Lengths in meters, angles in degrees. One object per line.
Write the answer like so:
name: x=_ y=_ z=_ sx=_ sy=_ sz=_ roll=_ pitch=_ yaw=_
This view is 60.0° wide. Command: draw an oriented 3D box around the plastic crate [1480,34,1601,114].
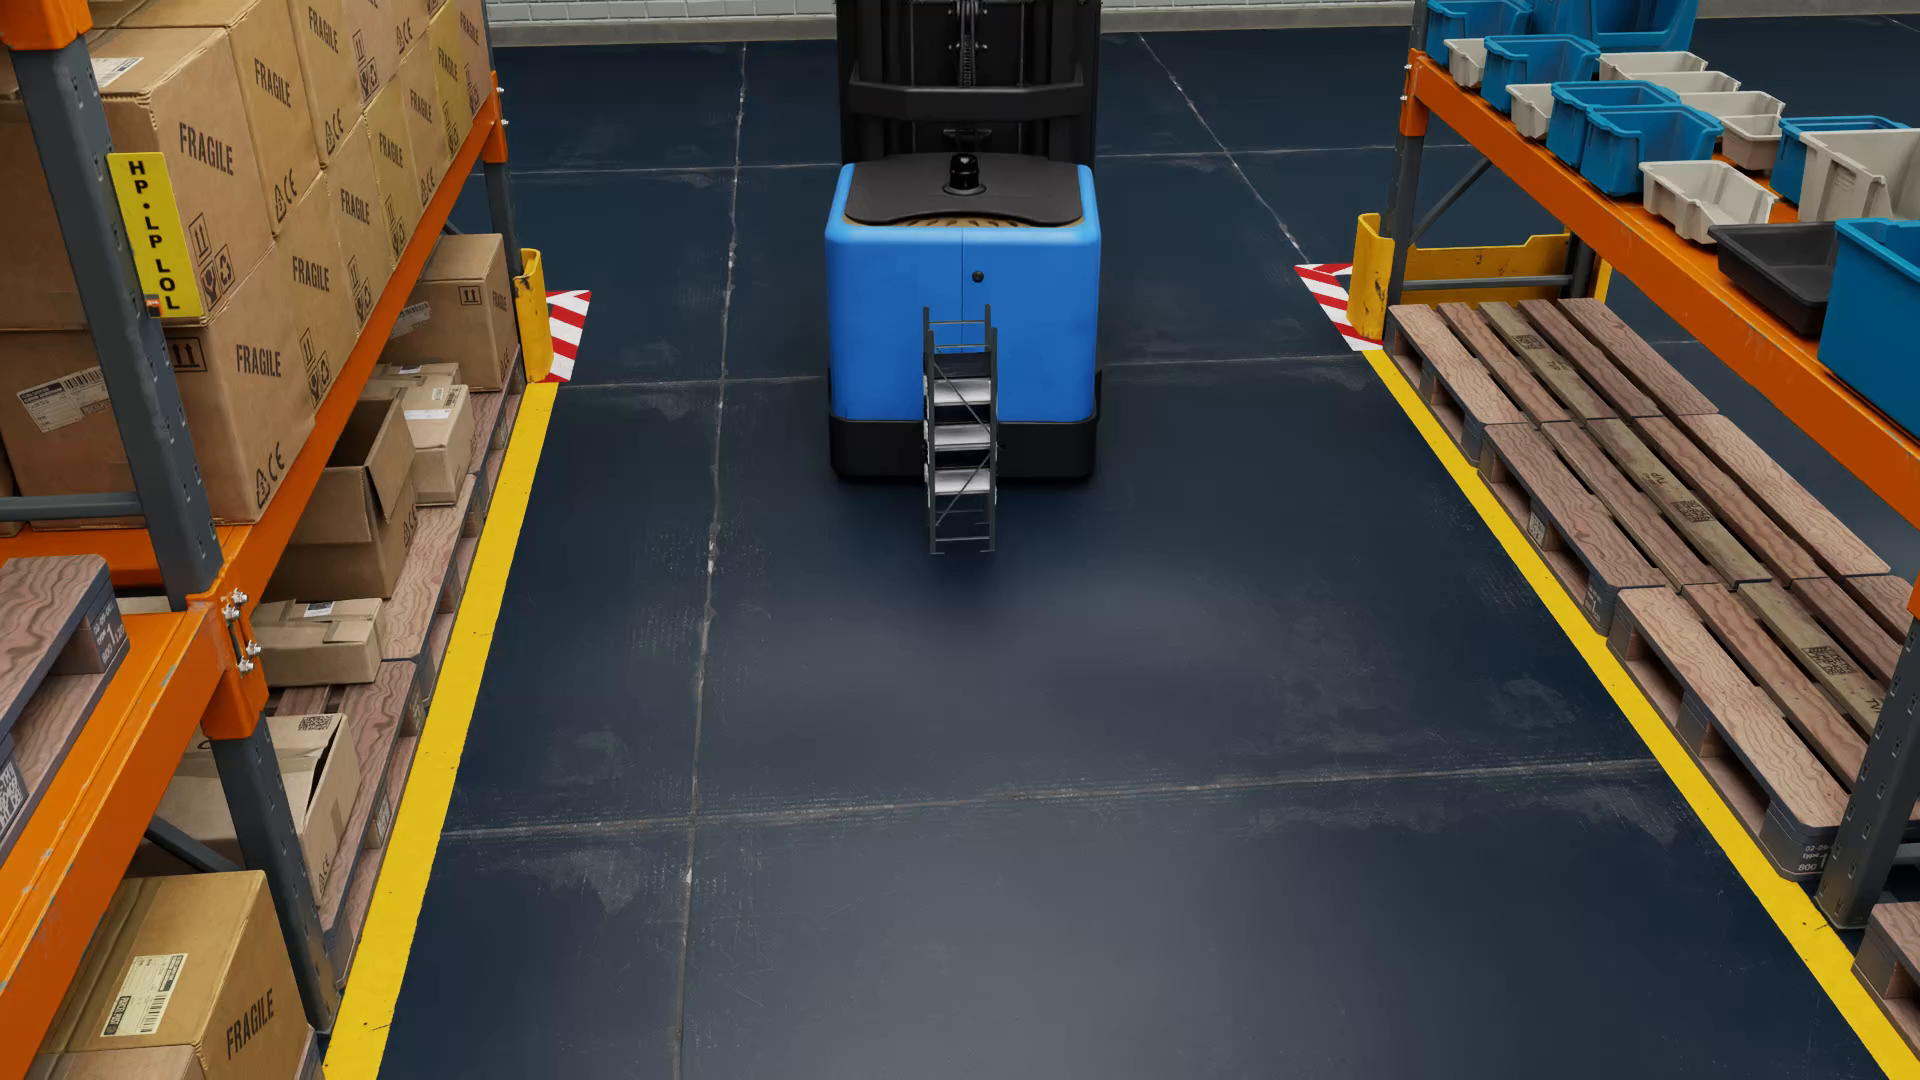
plastic crate: x=2.236 y=-1.804 z=6.449 sx=0.416 sy=0.233 sz=0.300 roll=-3 pitch=31 yaw=-5

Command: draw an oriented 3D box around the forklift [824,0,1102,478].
forklift: x=0.040 y=-2.220 z=7.108 sx=1.130 sy=2.935 sz=3.031 roll=1 pitch=31 yaw=1

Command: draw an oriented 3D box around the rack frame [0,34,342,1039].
rack frame: x=-2.079 y=-0.050 z=3.409 sx=1.000 sy=3.000 sz=0.127 roll=-3 pitch=31 yaw=-5

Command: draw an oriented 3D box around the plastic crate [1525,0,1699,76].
plastic crate: x=2.697 y=-2.207 z=6.926 sx=0.616 sy=0.435 sz=0.499 roll=-3 pitch=31 yaw=-5

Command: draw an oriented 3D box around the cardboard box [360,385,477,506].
cardboard box: x=-2.098 y=-0.348 z=6.160 sx=0.500 sy=0.250 sz=0.500 roll=-3 pitch=31 yaw=-5

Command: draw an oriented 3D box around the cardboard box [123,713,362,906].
cardboard box: x=-1.903 y=0.691 z=4.361 sx=0.500 sy=0.311 sz=0.500 roll=-3 pitch=31 yaw=-5

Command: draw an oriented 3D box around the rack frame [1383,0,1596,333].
rack frame: x=2.479 y=-2.328 z=7.222 sx=1.000 sy=3.000 sz=0.127 roll=-3 pitch=31 yaw=-5

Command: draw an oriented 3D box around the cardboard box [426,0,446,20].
cardboard box: x=-2.089 y=-2.092 z=5.755 sx=0.500 sy=0.500 sz=0.500 roll=-2 pitch=31 yaw=-3

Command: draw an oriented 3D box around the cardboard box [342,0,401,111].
cardboard box: x=-1.988 y=-1.566 z=4.874 sx=0.500 sy=0.500 sz=0.500 roll=-2 pitch=31 yaw=-3

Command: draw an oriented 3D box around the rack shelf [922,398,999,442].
rack shelf: x=-0.001 y=-0.439 z=5.997 sx=0.258 sy=0.077 sz=0.200 roll=-3 pitch=31 yaw=-5

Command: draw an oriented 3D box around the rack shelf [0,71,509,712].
rack shelf: x=-2.266 y=-0.762 z=5.303 sx=1.077 sy=0.370 sz=4.000 roll=-3 pitch=31 yaw=-5

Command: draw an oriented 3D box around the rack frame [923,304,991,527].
rack frame: x=-0.010 y=-0.442 z=6.113 sx=0.240 sy=0.900 sz=0.006 roll=-3 pitch=31 yaw=-5

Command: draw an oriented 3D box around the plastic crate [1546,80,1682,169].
plastic crate: x=2.298 y=-1.467 z=5.886 sx=0.416 sy=0.233 sz=0.300 roll=-3 pitch=31 yaw=-5

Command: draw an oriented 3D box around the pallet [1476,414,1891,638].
pallet: x=2.629 y=-0.086 z=6.188 sx=1.003 sy=0.211 sz=1.213 roll=-3 pitch=31 yaw=-5

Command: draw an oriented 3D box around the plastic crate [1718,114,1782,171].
plastic crate: x=2.845 y=-1.393 z=5.855 sx=0.298 sy=0.136 sz=0.250 roll=-3 pitch=31 yaw=-5

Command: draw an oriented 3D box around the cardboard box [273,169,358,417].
cardboard box: x=-1.906 y=-0.627 z=4.278 sx=0.500 sy=0.500 sz=0.500 roll=-2 pitch=31 yaw=-4

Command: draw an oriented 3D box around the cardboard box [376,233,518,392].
cardboard box: x=-2.157 y=-0.942 z=6.911 sx=0.500 sy=0.500 sz=0.500 roll=-3 pitch=31 yaw=-5

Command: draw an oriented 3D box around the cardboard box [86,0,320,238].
cardboard box: x=-1.892 y=-1.040 z=3.993 sx=0.500 sy=0.500 sz=0.500 roll=-4 pitch=31 yaw=-6

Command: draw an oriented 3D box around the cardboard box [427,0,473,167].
cardboard box: x=-2.088 y=-1.655 z=5.998 sx=0.500 sy=0.500 sz=0.500 roll=-2 pitch=31 yaw=-4

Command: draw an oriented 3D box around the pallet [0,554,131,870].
pallet: x=-2.113 y=0.446 z=2.766 sx=1.003 sy=0.211 sz=1.213 roll=-3 pitch=31 yaw=-5

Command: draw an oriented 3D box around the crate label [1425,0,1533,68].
crate label: x=2.175 y=-2.140 z=7.012 sx=0.416 sy=0.233 sz=0.303 roll=-3 pitch=31 yaw=-5

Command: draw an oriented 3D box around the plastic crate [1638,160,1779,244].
plastic crate: x=2.391 y=-1.073 z=5.319 sx=0.293 sy=0.136 sz=0.466 roll=-3 pitch=31 yaw=-5

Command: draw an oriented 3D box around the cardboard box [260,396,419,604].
cardboard box: x=-2.260 y=-0.126 z=5.541 sx=0.797 sy=0.503 sz=0.637 roll=-3 pitch=31 yaw=-5

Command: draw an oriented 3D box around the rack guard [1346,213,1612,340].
rack guard: x=2.464 y=-1.266 z=7.882 sx=1.175 sy=0.500 sz=0.348 roll=-3 pitch=31 yaw=-5

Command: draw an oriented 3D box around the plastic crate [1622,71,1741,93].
plastic crate: x=2.748 y=-1.684 z=6.343 sx=0.396 sy=0.136 sz=0.243 roll=-3 pitch=31 yaw=-5

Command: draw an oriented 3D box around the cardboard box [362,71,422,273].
cardboard box: x=-2.000 y=-1.143 z=5.140 sx=0.500 sy=0.500 sz=0.500 roll=-3 pitch=31 yaw=-5

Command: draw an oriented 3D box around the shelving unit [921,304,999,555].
shelving unit: x=-0.001 y=-0.390 z=6.026 sx=0.258 sy=0.900 sz=0.210 roll=-3 pitch=31 yaw=-5

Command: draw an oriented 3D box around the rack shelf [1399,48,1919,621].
rack shelf: x=2.666 y=-0.998 z=5.697 sx=1.077 sy=0.370 sz=4.000 roll=-3 pitch=31 yaw=-5

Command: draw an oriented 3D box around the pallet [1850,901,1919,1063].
pallet: x=2.884 y=1.308 z=3.855 sx=1.003 sy=0.211 sz=1.213 roll=-3 pitch=31 yaw=-5

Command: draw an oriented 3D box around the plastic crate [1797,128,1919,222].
plastic crate: x=2.894 y=-1.049 z=5.138 sx=0.437 sy=0.282 sz=0.530 roll=-3 pitch=31 yaw=-5

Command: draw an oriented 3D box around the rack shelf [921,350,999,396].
rack shelf: x=-0.001 y=-0.594 z=5.905 sx=0.258 sy=0.077 sz=0.200 roll=-3 pitch=31 yaw=-5

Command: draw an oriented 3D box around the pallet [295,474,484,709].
pallet: x=-2.259 y=0.172 z=5.756 sx=1.003 sy=0.211 sz=1.213 roll=-3 pitch=31 yaw=-5

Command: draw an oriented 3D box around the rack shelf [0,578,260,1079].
rack shelf: x=-1.892 y=1.280 z=1.884 sx=1.077 sy=0.370 sz=4.000 roll=-3 pitch=31 yaw=-5

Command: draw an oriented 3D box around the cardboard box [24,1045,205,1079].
cardboard box: x=-1.710 y=1.325 z=3.115 sx=0.500 sy=0.500 sz=0.500 roll=-3 pitch=31 yaw=-4

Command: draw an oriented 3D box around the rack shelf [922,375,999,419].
rack shelf: x=-0.001 y=-0.516 z=5.951 sx=0.258 sy=0.077 sz=0.200 roll=-3 pitch=31 yaw=-5

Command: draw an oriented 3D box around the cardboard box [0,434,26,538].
cardboard box: x=-2.381 y=-0.336 z=3.790 sx=0.500 sy=0.500 sz=0.500 roll=-2 pitch=31 yaw=-4
